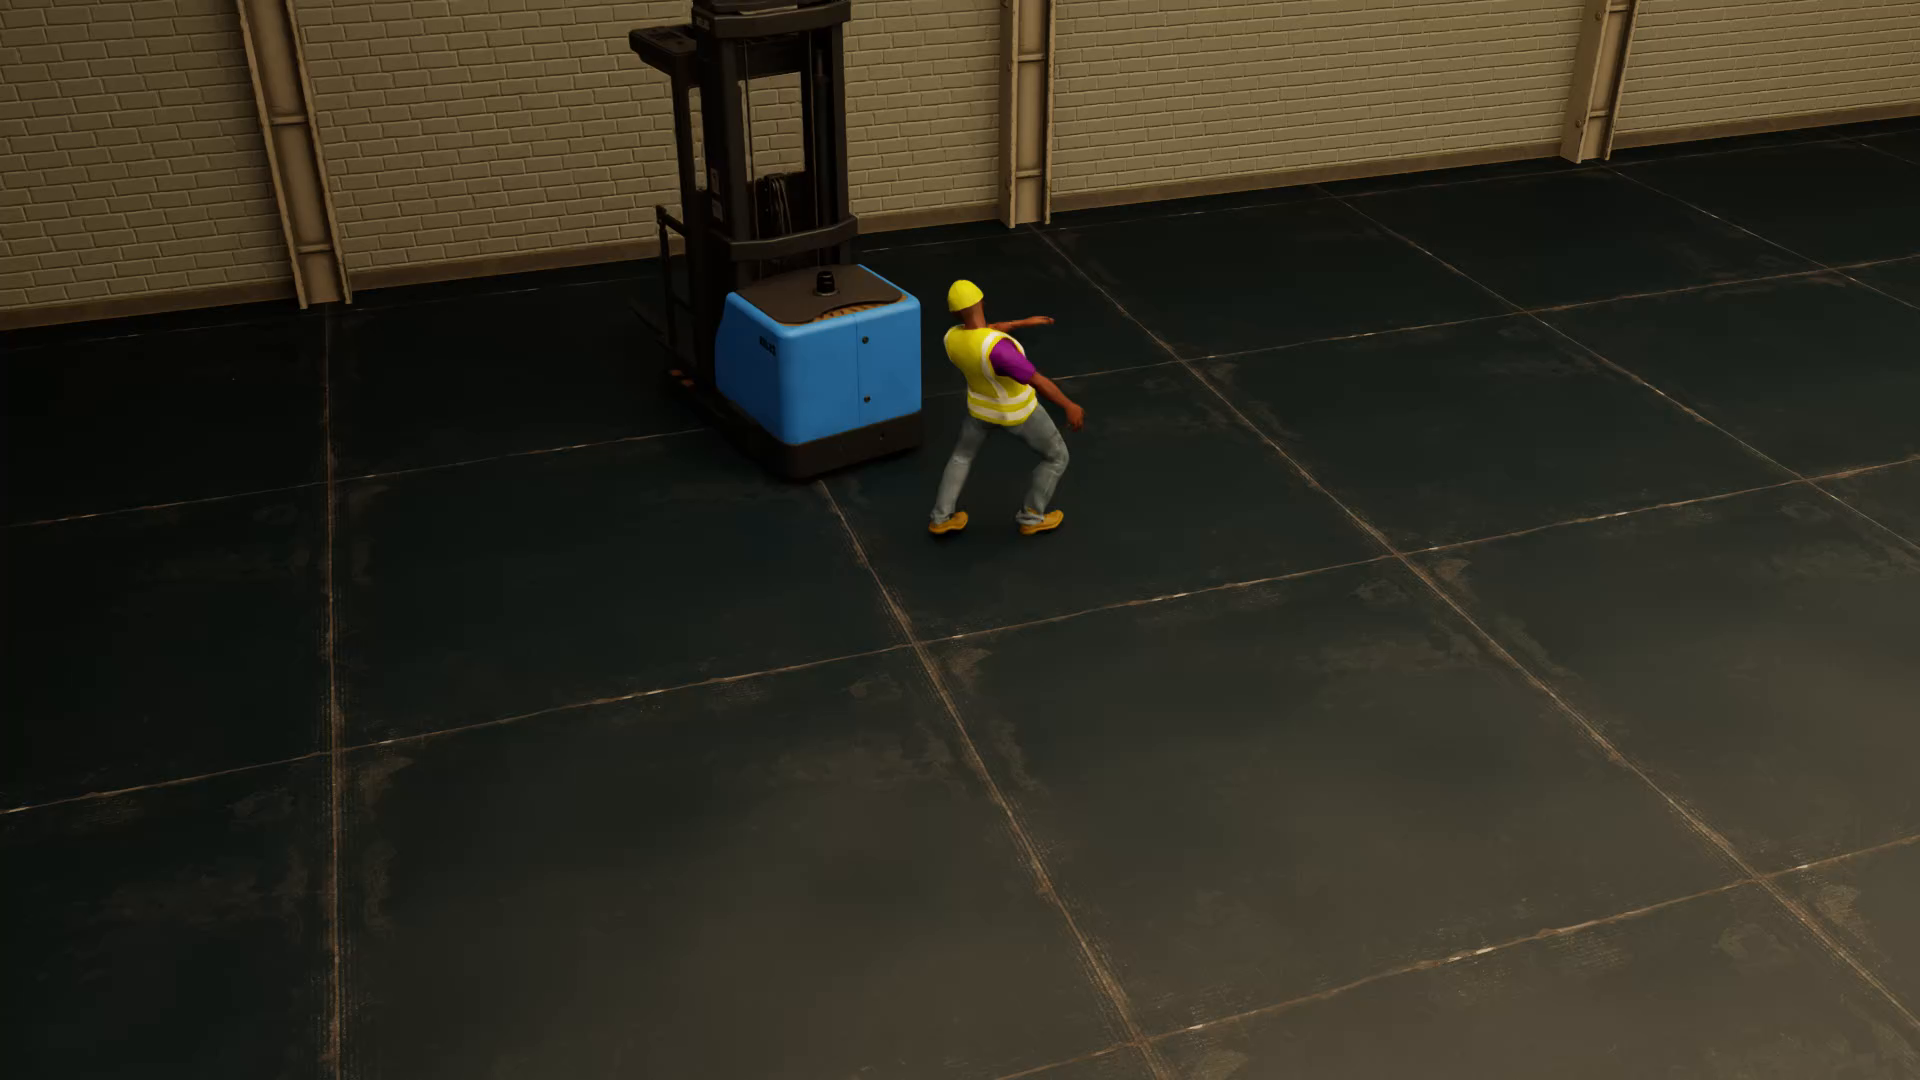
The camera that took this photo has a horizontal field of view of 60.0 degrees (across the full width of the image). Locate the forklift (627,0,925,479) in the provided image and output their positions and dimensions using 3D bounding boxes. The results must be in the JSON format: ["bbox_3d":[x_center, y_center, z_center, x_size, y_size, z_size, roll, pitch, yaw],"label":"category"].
[{"bbox_3d":[-1.453,-2.352,11.175,1.130,2.935,3.031,-18,34,-28],"label":"forklift"}]

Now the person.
[{"bbox_3d":[0.353,-0.782,9.760,0.861,1.604,0.866,17,34,27],"label":"person"}]
